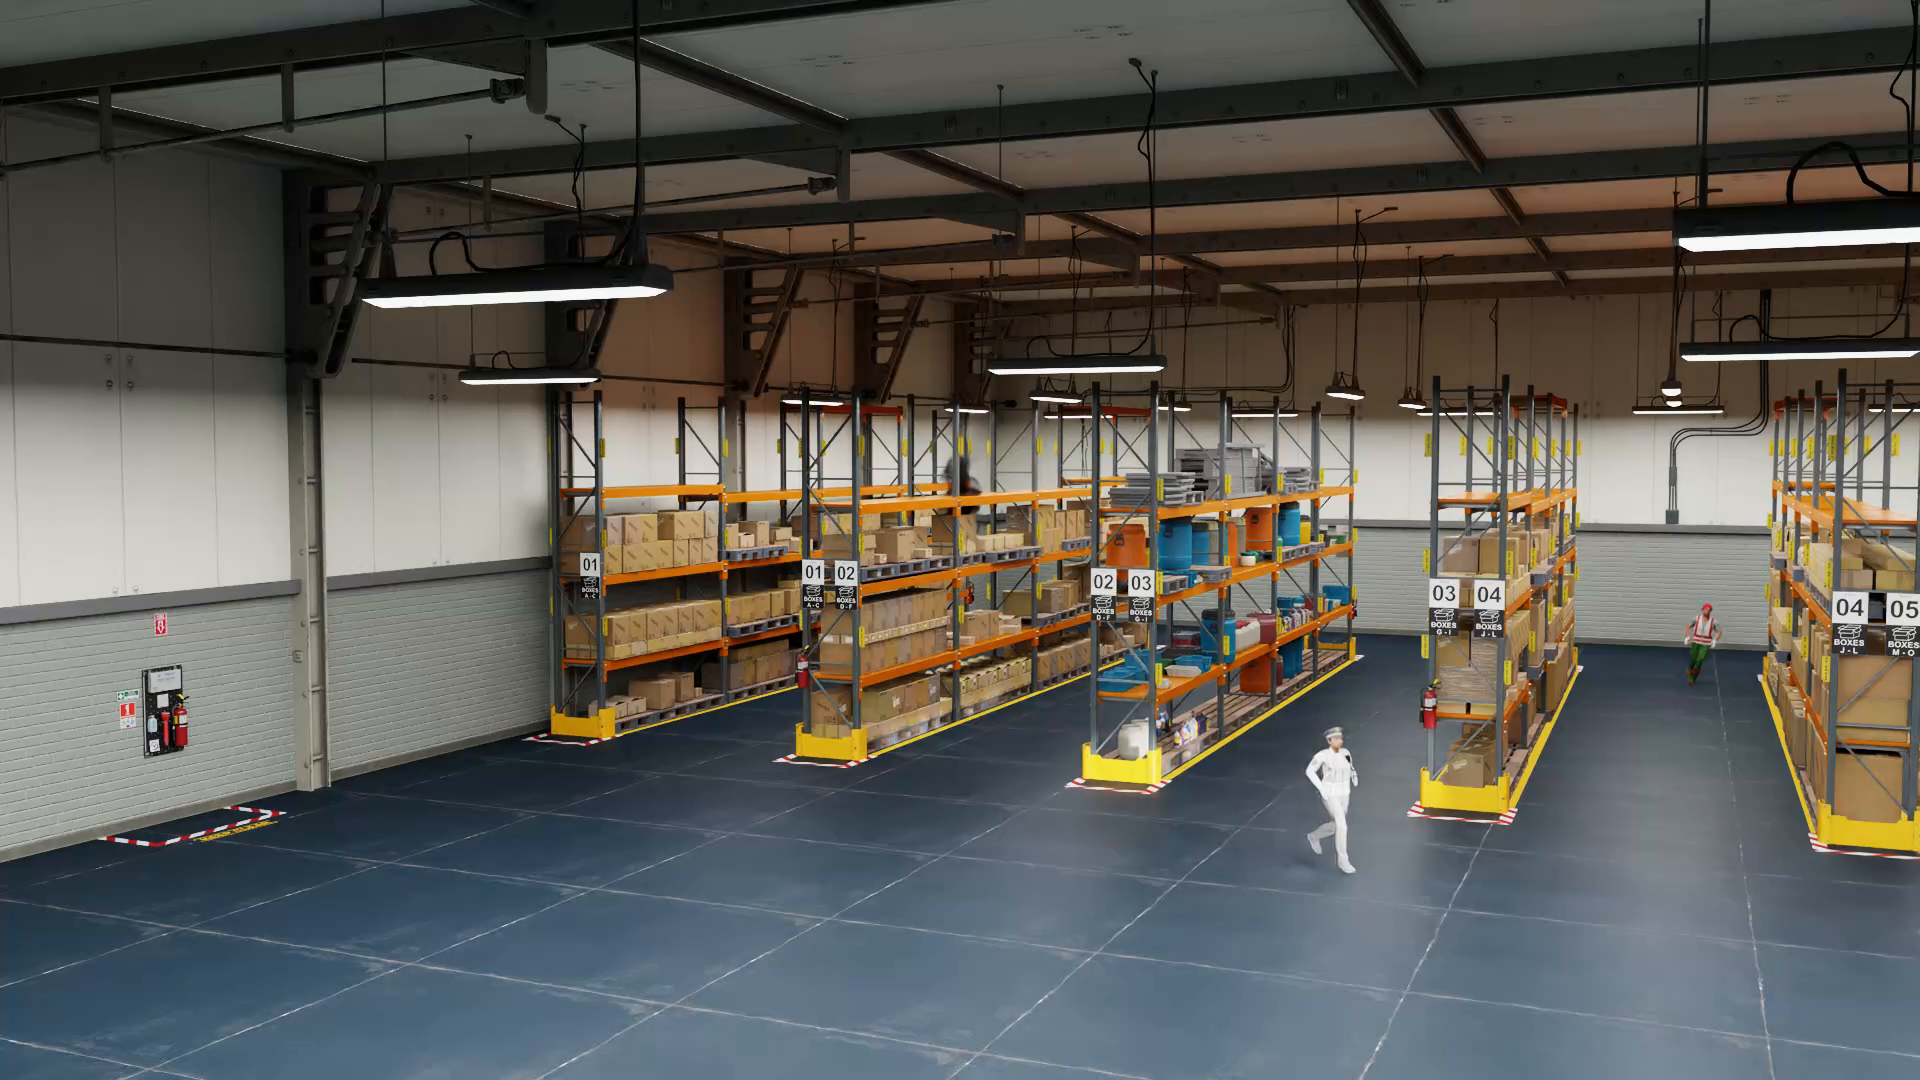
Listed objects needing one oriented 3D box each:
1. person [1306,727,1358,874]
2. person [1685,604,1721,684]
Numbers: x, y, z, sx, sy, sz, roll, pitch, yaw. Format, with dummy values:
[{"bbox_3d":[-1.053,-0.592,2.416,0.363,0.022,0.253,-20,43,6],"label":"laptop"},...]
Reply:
[{"bbox_3d":[4.473,3.064,19.911,0.607,1.705,0.828,-2,4,-28],"label":"person"},{"bbox_3d":[15.754,2.202,35.263,0.703,1.704,0.568,1,3,24],"label":"person"}]
